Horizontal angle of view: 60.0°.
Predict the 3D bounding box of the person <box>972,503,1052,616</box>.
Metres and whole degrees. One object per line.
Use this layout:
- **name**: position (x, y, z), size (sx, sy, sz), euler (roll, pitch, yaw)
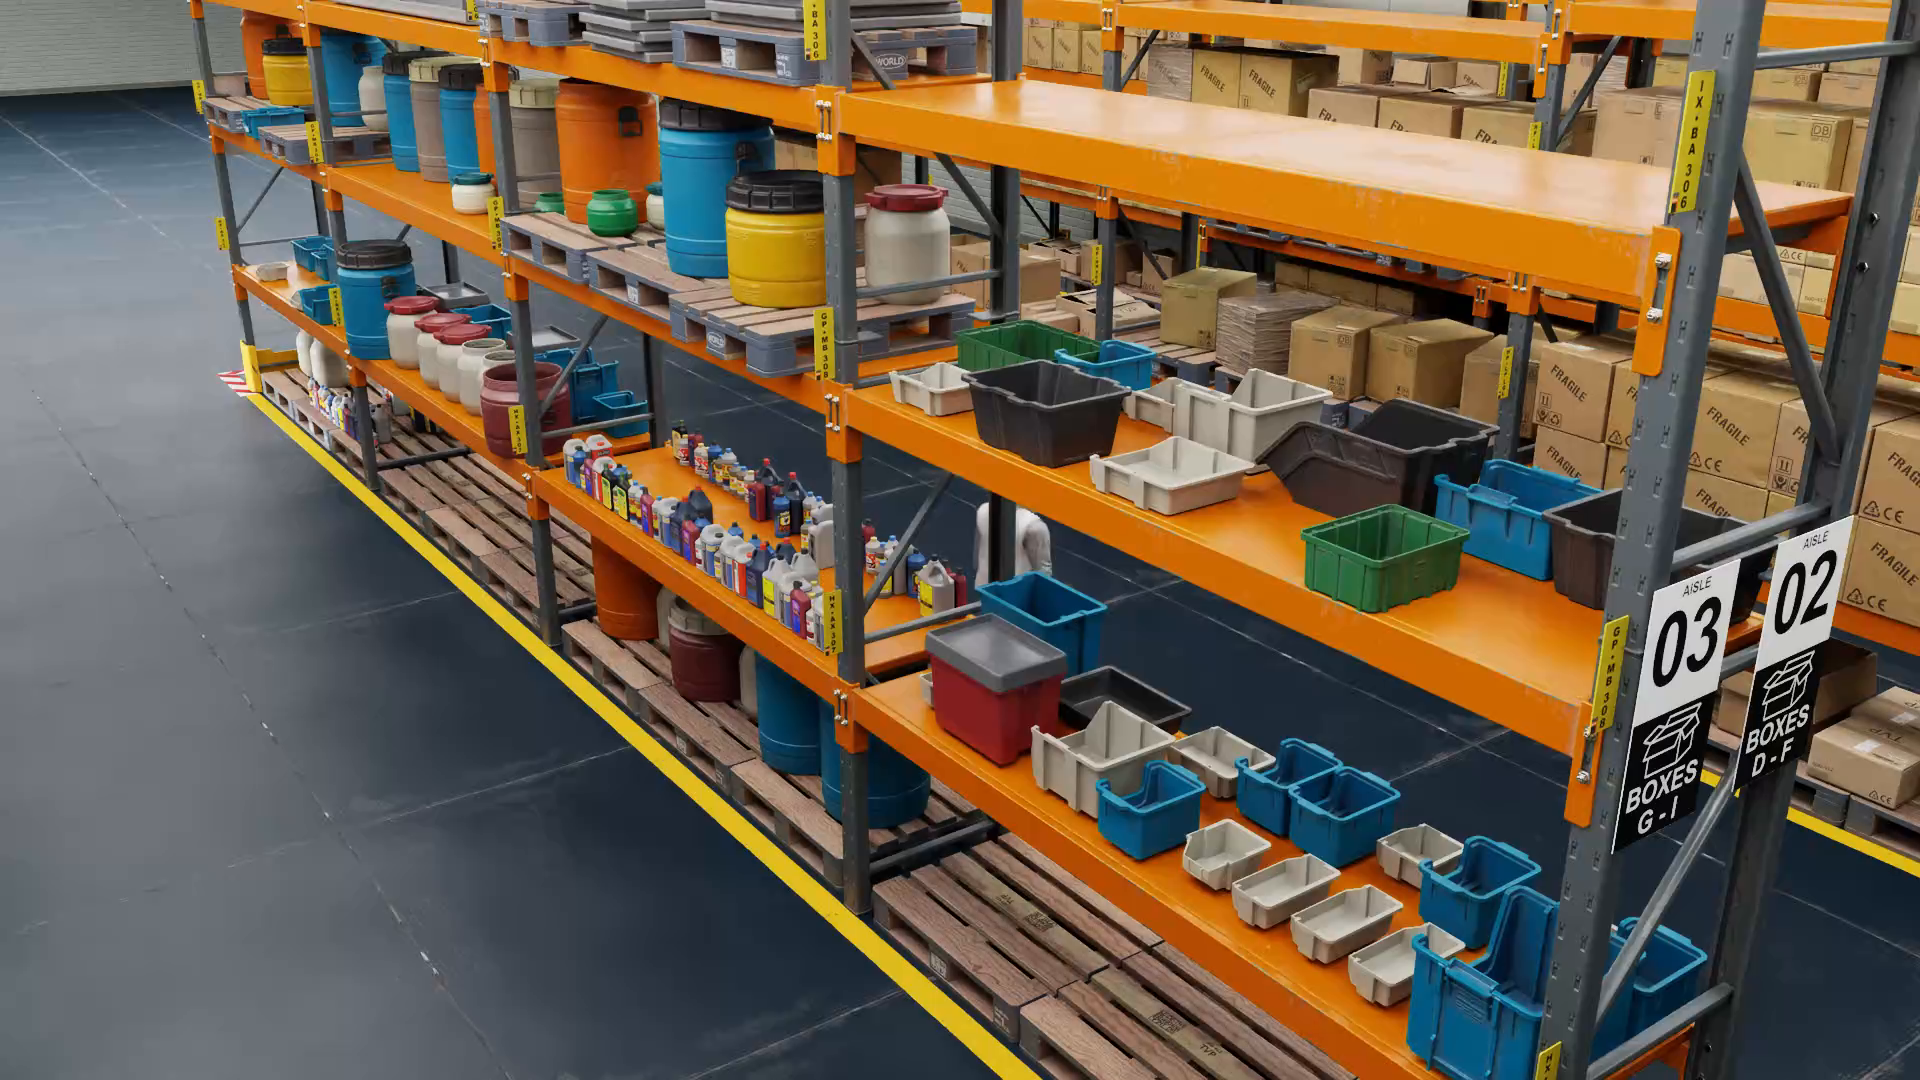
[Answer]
- **person**: position (0.329, 0.344, 10.099), size (0.577, 1.778, 0.385), euler (18, 28, 39)
